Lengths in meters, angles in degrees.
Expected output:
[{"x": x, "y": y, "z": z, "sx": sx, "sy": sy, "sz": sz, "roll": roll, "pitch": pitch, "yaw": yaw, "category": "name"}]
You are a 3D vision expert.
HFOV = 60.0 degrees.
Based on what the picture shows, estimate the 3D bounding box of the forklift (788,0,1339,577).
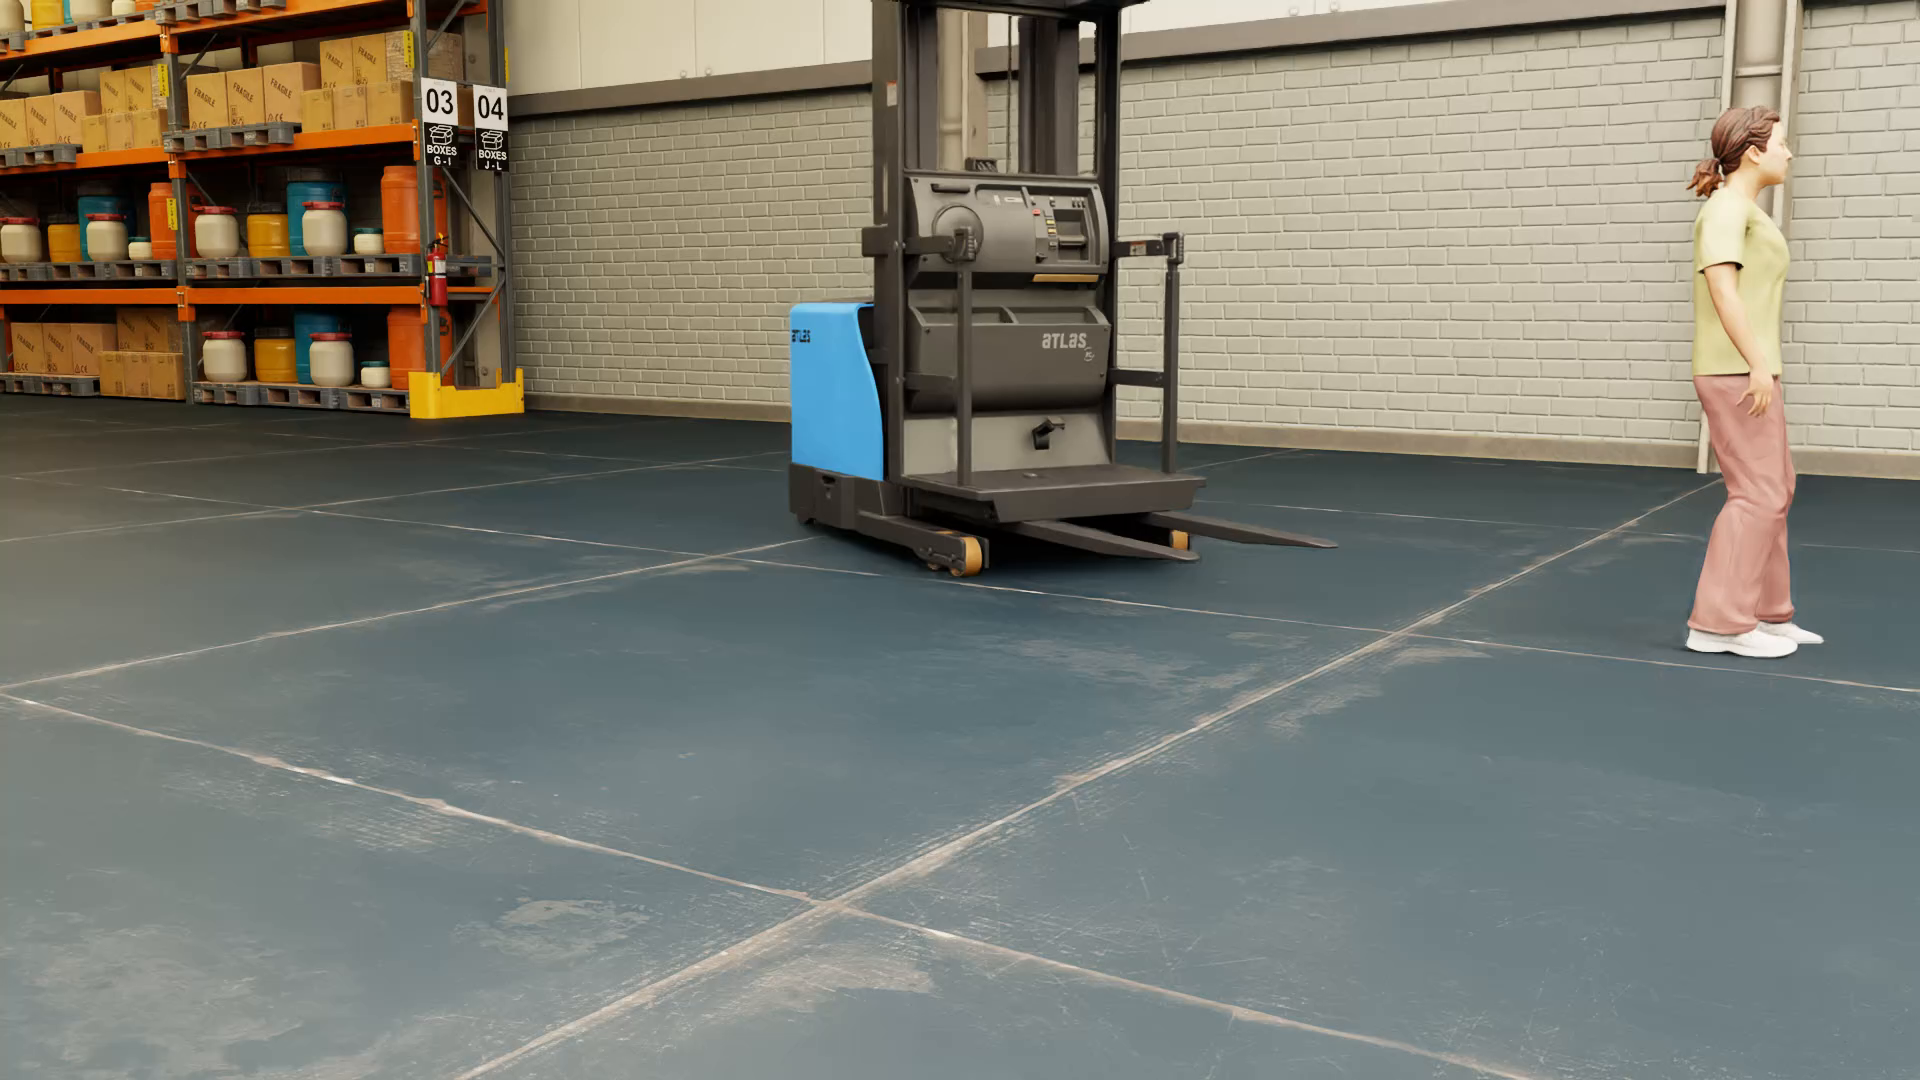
[{"x": 0.320, "y": -1.375, "z": 6.861, "sx": 1.130, "sy": 2.935, "sz": 3.031, "roll": -4, "pitch": 9, "yaw": -28, "category": "forklift"}]

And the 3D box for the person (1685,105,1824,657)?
[{"x": 2.466, "y": -0.473, "z": 5.131, "sx": 0.496, "sy": 1.697, "sz": 0.540, "roll": 3, "pitch": 9, "yaw": 22, "category": "person"}]
